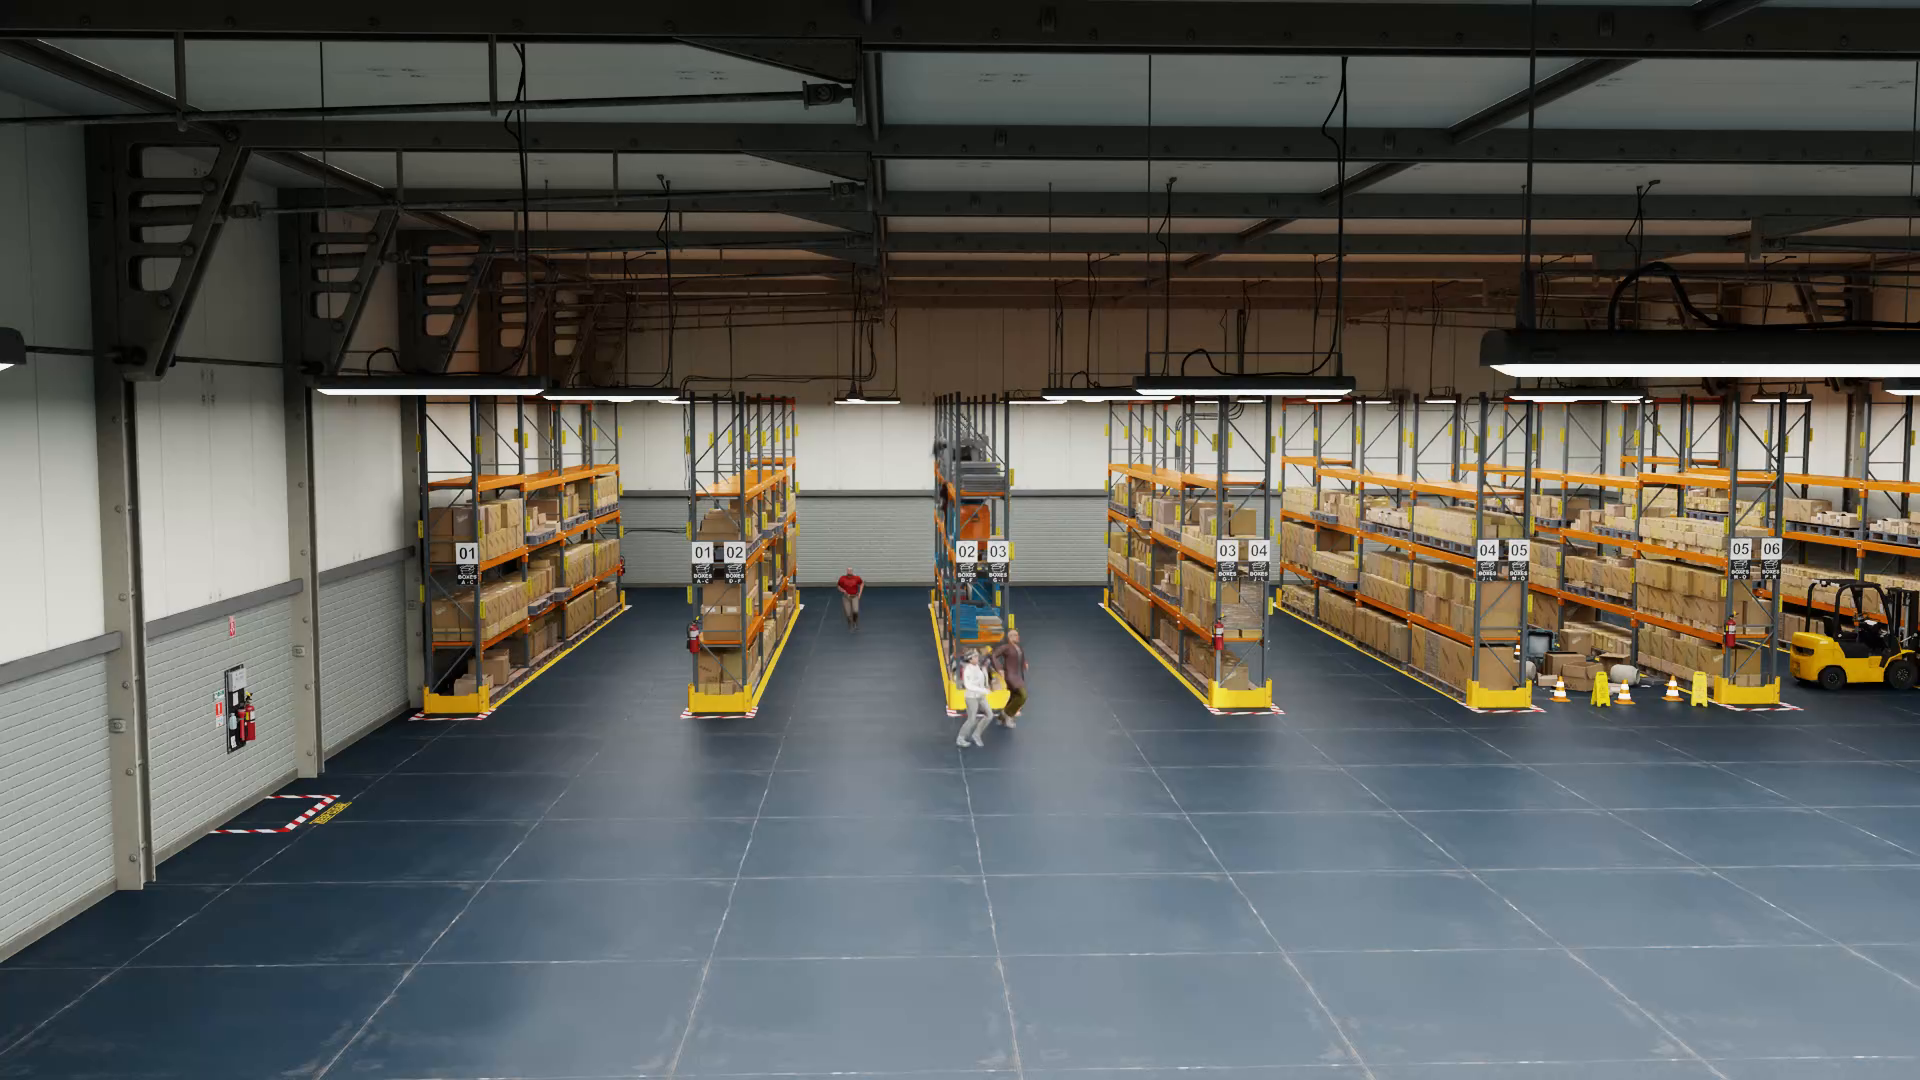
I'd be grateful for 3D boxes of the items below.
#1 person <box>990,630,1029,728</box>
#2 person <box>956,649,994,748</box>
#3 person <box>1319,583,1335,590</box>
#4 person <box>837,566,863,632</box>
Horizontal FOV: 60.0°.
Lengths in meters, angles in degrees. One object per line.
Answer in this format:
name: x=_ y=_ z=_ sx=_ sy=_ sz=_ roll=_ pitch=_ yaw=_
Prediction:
person: x=0.959 y=2.473 z=29.664 sx=0.658 sy=1.737 sz=0.698 roll=3 pitch=5 yaw=29
person: x=0.251 y=2.654 z=27.934 sx=0.644 sy=1.685 sz=0.619 roll=2 pitch=5 yaw=26
person: x=10.675 y=1.078 z=48.551 sx=0.640 sy=1.513 sz=0.828 roll=-4 pitch=6 yaw=-39
person: x=-2.773 y=1.505 z=42.122 sx=0.663 sy=1.683 sz=0.624 roll=0 pitch=5 yaw=-4
